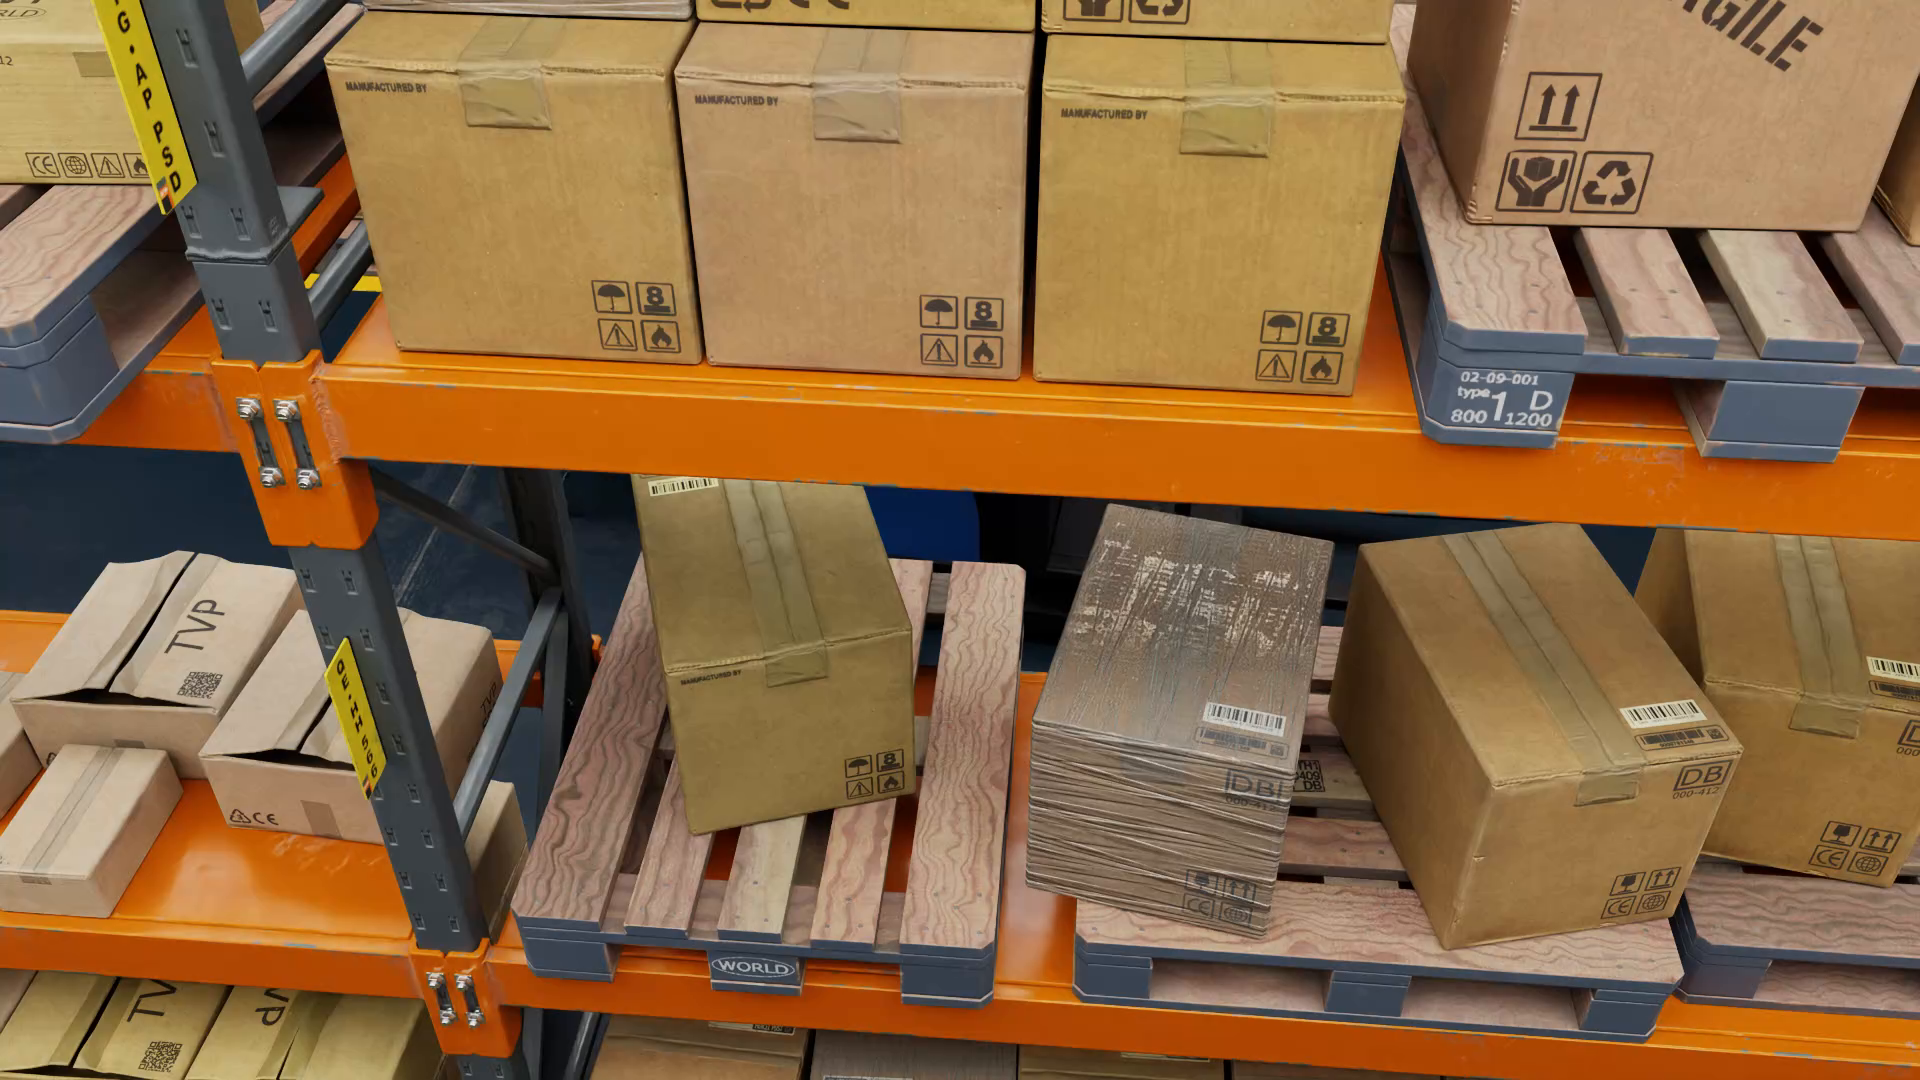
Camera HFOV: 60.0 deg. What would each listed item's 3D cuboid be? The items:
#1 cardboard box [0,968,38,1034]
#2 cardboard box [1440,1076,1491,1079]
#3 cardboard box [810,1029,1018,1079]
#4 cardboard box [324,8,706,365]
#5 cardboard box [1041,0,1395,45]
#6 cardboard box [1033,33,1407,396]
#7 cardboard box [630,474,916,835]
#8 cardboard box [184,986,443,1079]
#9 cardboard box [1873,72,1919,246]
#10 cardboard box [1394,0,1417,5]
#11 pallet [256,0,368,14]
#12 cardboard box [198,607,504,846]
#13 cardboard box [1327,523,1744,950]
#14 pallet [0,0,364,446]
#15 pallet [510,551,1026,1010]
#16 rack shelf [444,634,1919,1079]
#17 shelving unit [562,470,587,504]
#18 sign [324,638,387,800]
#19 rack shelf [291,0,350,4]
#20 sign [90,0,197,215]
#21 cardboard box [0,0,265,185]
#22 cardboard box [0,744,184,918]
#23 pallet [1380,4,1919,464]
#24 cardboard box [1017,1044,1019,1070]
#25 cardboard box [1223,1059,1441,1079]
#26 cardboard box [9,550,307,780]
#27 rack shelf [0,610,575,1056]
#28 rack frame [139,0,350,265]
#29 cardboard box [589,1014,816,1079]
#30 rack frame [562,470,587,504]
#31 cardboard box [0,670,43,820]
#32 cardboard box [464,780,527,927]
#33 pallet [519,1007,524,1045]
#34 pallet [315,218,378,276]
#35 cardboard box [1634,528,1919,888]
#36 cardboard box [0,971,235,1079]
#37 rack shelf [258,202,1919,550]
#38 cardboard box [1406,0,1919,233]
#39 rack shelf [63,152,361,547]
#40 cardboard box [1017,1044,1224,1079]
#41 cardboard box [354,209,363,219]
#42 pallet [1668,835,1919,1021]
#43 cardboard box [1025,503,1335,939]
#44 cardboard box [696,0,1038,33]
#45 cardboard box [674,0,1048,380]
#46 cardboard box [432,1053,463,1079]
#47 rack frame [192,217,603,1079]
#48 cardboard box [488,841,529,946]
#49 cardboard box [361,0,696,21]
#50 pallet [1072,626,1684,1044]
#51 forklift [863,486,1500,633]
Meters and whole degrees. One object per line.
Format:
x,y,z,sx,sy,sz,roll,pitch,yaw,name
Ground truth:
-2.626,1.190,4.313,0.500,0.311,0.500,3,39,4,cardboard box
1.416,1.542,4.111,0.500,0.500,0.500,4,39,4,cardboard box
-0.111,1.460,4.212,0.500,0.500,0.500,2,39,2,cardboard box
-0.624,-0.768,2.862,0.500,0.500,0.910,3,39,4,cardboard box
0.389,-1.075,2.447,0.500,0.500,0.500,3,39,4,cardboard box
0.402,-0.712,2.793,0.500,0.500,0.910,3,39,4,cardboard box
-0.424,0.193,3.725,0.500,0.500,0.700,-9,40,-11,cardboard box
-1.605,1.244,4.247,0.500,0.311,0.500,4,39,5,cardboard box
1.760,-0.850,2.551,0.600,0.600,0.600,3,39,3,cardboard box
1.857,-2.549,7.175,0.500,0.500,0.500,3,39,4,cardboard box
-2.614,-2.692,7.833,1.213,0.211,1.003,3,39,4,pallet
-1.420,0.419,3.930,0.500,0.311,0.500,5,39,7,cardboard box
1.158,0.390,3.483,0.500,0.500,0.700,-6,40,-8,cardboard box
-1.745,-0.639,2.933,1.003,0.211,1.213,5,39,6,pallet
-0.380,0.499,3.913,1.003,0.211,1.213,3,39,4,pallet
0.931,0.819,3.937,4.000,0.370,1.077,3,39,4,rack shelf
-1.267,-0.763,6.498,0.755,1.500,0.431,7,40,8,shelving unit
-1.106,0.332,3.049,0.005,0.325,0.100,3,39,4,sign
-2.630,-2.514,8.033,4.000,0.370,1.077,3,39,4,rack shelf
-1.118,-0.615,2.280,0.005,0.325,0.100,3,39,4,sign
-1.518,-0.826,2.799,0.500,0.250,0.500,0,39,1,cardboard box
-1.981,0.654,3.770,0.250,0.149,0.380,3,39,4,cardboard box
1.246,-0.575,2.853,1.003,0.211,1.213,3,39,4,pallet
0.406,1.162,4.578,0.500,0.500,0.500,2,39,2,cardboard box
0.909,1.515,4.144,0.500,0.500,0.500,2,39,2,cardboard box
-1.936,0.295,4.081,0.500,0.311,0.500,3,39,3,cardboard box
-3.054,0.601,4.205,4.000,0.370,1.077,3,39,4,rack shelf
-1.061,-1.895,1.950,0.127,3.000,1.000,3,39,4,rack frame
-0.633,1.435,4.243,0.500,0.500,0.500,5,39,6,cardboard box
-1.627,-0.806,6.552,0.023,1.500,0.400,7,40,8,rack frame
-2.337,0.495,3.965,0.250,0.149,0.380,6,40,7,cardboard box
-1.558,0.904,4.664,0.500,0.311,0.500,4,39,5,cardboard box
-1.878,1.444,4.809,1.213,0.211,1.003,3,39,4,pallet
-2.628,-1.714,8.689,1.213,0.211,1.003,3,39,4,pallet
1.780,0.284,3.614,0.500,0.500,0.700,9,40,11,cardboard box
-2.123,1.220,4.277,0.500,0.311,0.500,3,39,3,cardboard box
0.931,-0.344,2.990,4.000,0.370,1.077,3,39,4,rack shelf
1.099,-0.899,2.611,0.600,0.600,0.600,2,39,2,cardboard box
-3.054,-0.562,3.258,4.000,0.370,1.077,3,39,4,rack shelf
0.389,1.490,4.175,0.500,0.500,0.500,3,39,3,cardboard box
-2.864,-2.024,8.492,0.500,0.500,0.700,4,39,4,cardboard box
2.137,0.612,3.775,1.213,0.211,1.003,3,39,4,pallet
0.470,0.363,3.516,0.500,0.500,0.700,10,40,12,cardboard box
-0.119,-1.103,2.482,0.500,0.500,0.500,3,39,4,cardboard box
-0.116,-0.740,2.828,0.500,0.500,0.910,3,39,4,cardboard box
-1.607,1.460,4.426,0.500,0.250,0.500,4,39,5,cardboard box
-1.061,0.431,3.844,0.127,3.000,1.000,3,39,4,rack frame
-1.558,1.122,4.841,0.500,0.250,0.500,3,39,4,cardboard box
-0.627,-1.131,2.516,0.500,0.500,0.500,3,39,4,cardboard box
0.876,0.609,3.778,1.213,0.211,1.003,3,39,4,pallet
0.614,-1.061,5.732,3.031,2.935,1.130,7,40,8,forklift
